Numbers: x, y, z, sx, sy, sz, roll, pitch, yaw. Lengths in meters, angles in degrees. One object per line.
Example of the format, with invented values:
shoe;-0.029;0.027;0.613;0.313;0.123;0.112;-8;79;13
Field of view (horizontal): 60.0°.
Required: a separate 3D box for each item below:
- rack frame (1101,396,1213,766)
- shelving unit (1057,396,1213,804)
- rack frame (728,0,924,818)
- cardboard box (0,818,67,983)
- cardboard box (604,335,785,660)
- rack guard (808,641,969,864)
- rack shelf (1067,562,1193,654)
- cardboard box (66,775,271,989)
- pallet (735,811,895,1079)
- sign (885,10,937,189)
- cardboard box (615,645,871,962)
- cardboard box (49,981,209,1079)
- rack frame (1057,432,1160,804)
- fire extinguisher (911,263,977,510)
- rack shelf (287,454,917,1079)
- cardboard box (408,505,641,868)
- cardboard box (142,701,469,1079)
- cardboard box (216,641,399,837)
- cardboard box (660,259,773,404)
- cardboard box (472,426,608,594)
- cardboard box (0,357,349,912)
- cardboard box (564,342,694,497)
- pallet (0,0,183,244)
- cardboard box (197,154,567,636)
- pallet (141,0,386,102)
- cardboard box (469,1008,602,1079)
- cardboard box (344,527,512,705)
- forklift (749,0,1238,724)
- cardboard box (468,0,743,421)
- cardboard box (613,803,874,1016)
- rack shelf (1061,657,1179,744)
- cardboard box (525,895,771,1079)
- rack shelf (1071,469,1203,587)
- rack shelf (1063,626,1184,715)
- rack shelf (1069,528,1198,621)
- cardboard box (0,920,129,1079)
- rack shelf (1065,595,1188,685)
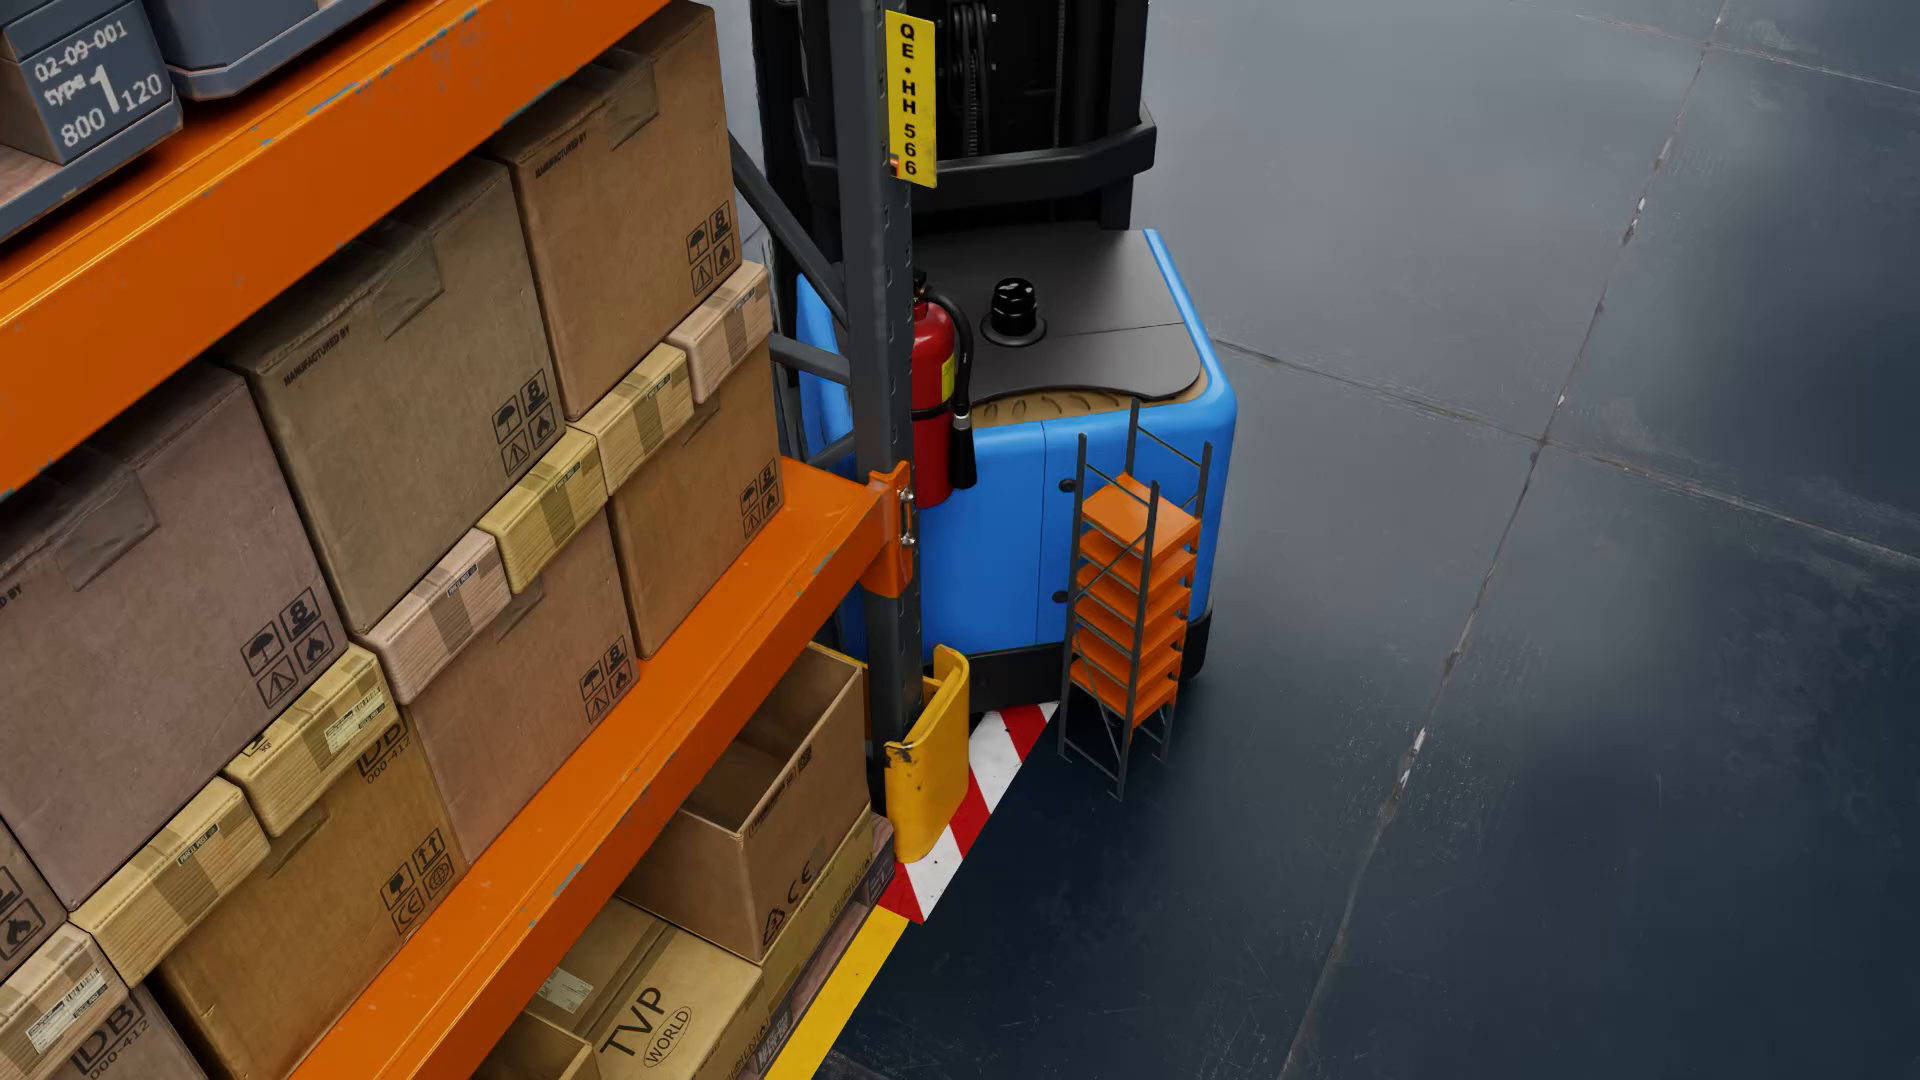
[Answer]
rack frame;0.489;0.145;4.262;0.006;1.200;0.240;-35;55;-30
shelving unit;0.423;0.191;4.217;0.189;1.200;0.258;-35;55;-30
rack frame;-0.562;-0.467;3.603;1.000;3.000;0.127;20;49;19
cardboard box;-1.520;0.331;1.831;0.700;0.500;0.500;20;49;19
cardboard box;-0.790;-0.212;3.281;0.700;0.500;0.500;20;49;19
rack guard;-0.551;0.396;4.507;1.175;0.500;0.348;20;49;19
rack shelf;0.423;0.138;4.163;0.180;0.103;0.258;-35;55;-30
cardboard box;-1.170;0.390;2.230;0.380;0.149;0.250;22;49;20
pallet;-0.880;1.009;4.105;1.003;0.211;1.213;20;49;19
sign;-0.088;-0.769;2.921;0.100;0.325;0.005;20;49;19
cardboard box;-0.547;0.524;3.734;0.500;0.500;0.500;20;49;19
cardboard box;-1.506;0.764;2.316;0.700;0.500;0.500;22;49;20
rack frame;0.358;0.237;4.172;0.006;1.200;0.240;-35;55;-30
fire extinguisher;-0.096;-0.361;3.552;0.296;0.674;0.183;20;49;19
rack shelf;-1.490;1.046;2.613;1.077;0.370;4.000;20;49;19
cardboard box;-1.029;0.120;2.952;0.700;0.500;0.500;22;49;20
cardboard box;-1.265;0.431;2.645;0.700;0.500;0.500;21;49;19
cardboard box;-1.050;0.223;2.394;0.380;0.149;0.250;22;49;20
cardboard box;-0.571;-0.427;3.036;0.380;0.149;0.250;20;49;18
cardboard box;-0.809;-0.100;2.714;0.380;0.149;0.250;20;49;18
cardboard box;-1.287;0.016;2.143;0.700;0.500;0.500;21;49;19
cardboard box;-0.691;-0.261;2.873;0.380;0.149;0.250;22;49;20
pallet;-1.478;-0.282;1.373;1.003;0.211;1.213;20;49;19
cardboard box;-1.054;-0.302;2.457;0.700;0.500;0.500;19;48;18
pallet;-0.913;-1.054;2.135;1.003;0.211;1.213;20;49;19
cardboard box;-0.998;1.159;3.106;0.500;0.500;0.500;20;49;19
cardboard box;-0.928;0.058;2.558;0.380;0.149;0.250;21;49;20
forklift;-0.071;-1.574;4.745;1.130;2.935;3.031;-8;46;-7
cardboard box;-0.815;-0.635;2.786;0.700;0.500;0.500;21;49;19
cardboard box;-0.549;0.787;4.001;0.500;0.250;0.500;20;49;19
rack shelf;0.423;0.391;4.420;0.180;0.103;0.258;-35;55;-30
cardboard box;-0.771;1.106;3.686;0.500;0.250;0.500;20;49;19
rack shelf;0.423;-0.031;3.993;0.180;0.103;0.258;-35;55;-30
rack shelf;0.423;0.306;4.334;0.180;0.103;0.258;-35;55;-30
rack shelf;0.423;0.054;4.078;0.180;0.103;0.258;-35;55;-30
cardboard box;-1.289;0.551;2.070;0.380;0.149;0.250;20;49;19
rack shelf;0.423;0.222;4.249;0.180;0.103;0.258;-35;55;-30
